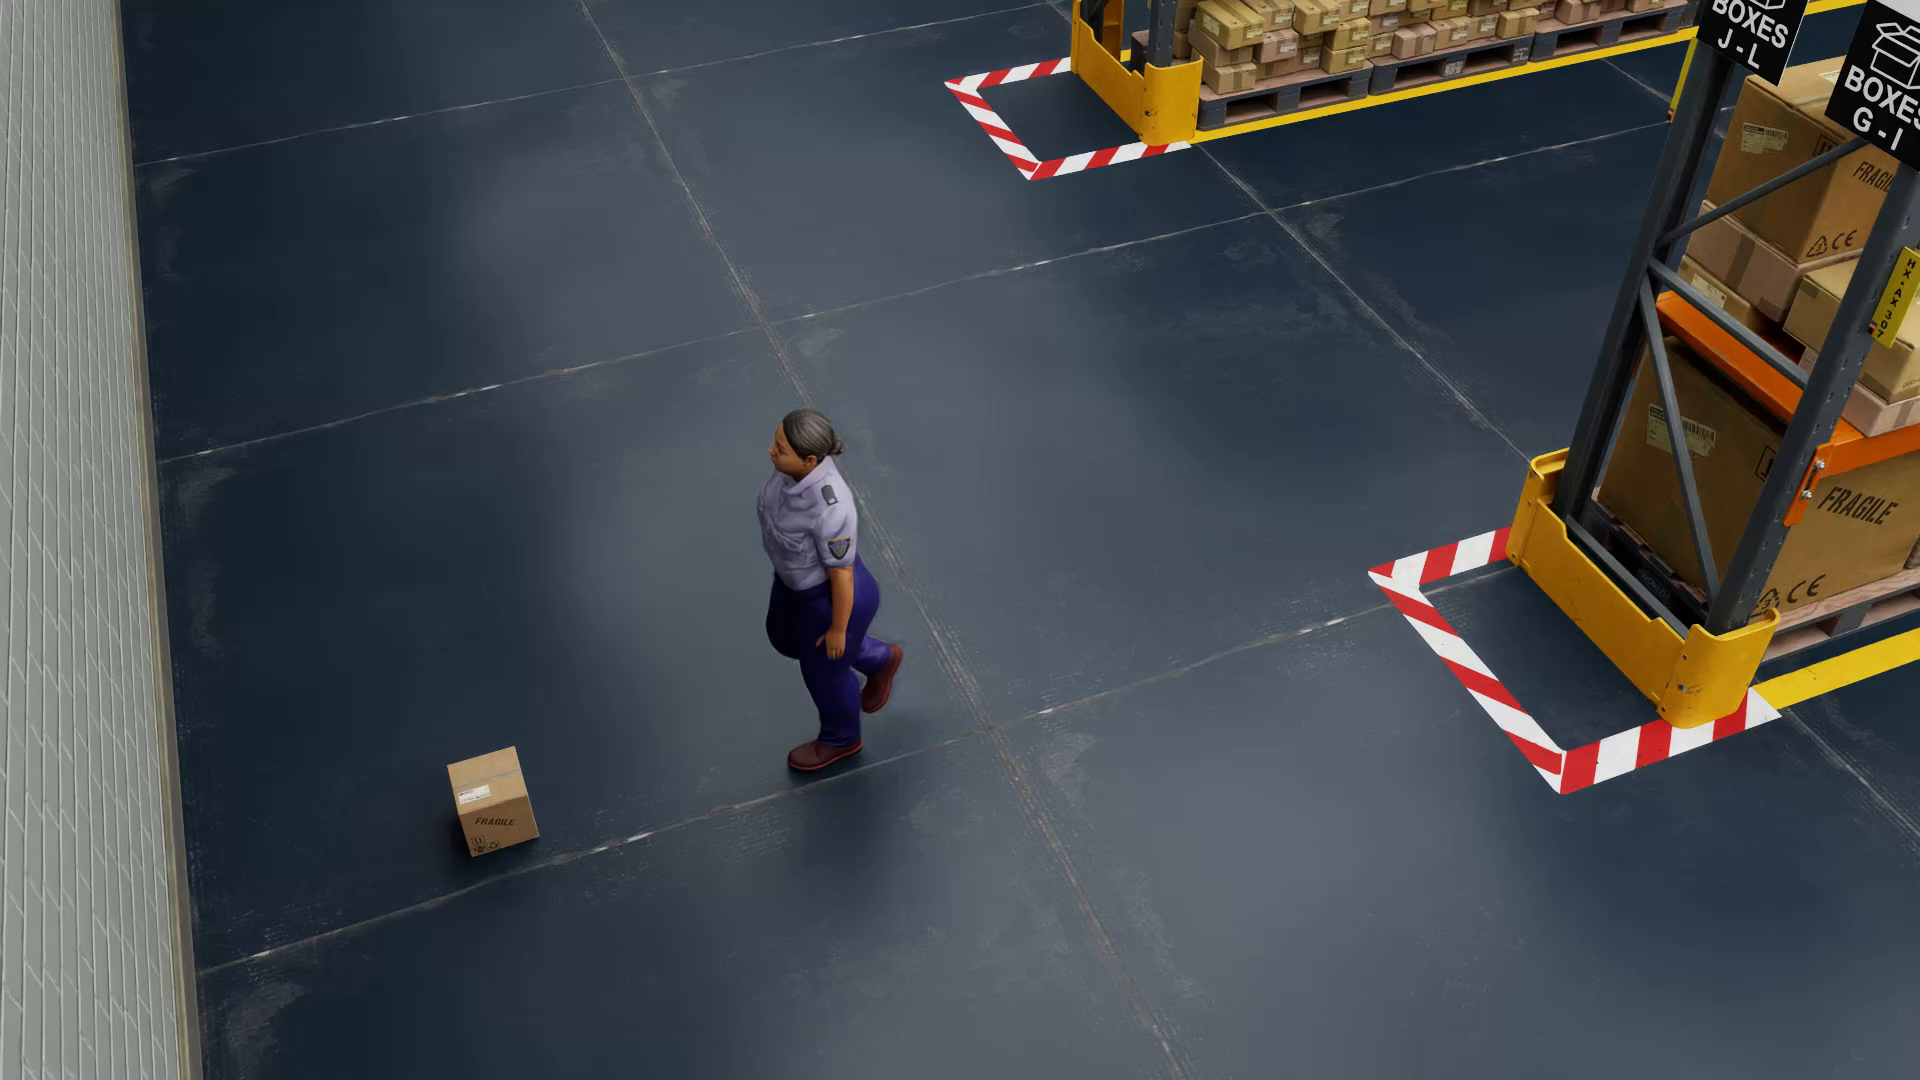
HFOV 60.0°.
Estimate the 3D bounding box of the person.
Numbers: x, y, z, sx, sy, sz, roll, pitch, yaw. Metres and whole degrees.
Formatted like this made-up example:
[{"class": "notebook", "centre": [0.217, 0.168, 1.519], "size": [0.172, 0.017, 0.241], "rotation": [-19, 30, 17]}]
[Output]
[{"class": "person", "centre": [-0.435, 0.159, 5.967], "size": [0.531, 1.639, 0.487], "rotation": [-15, 44, -16]}]
